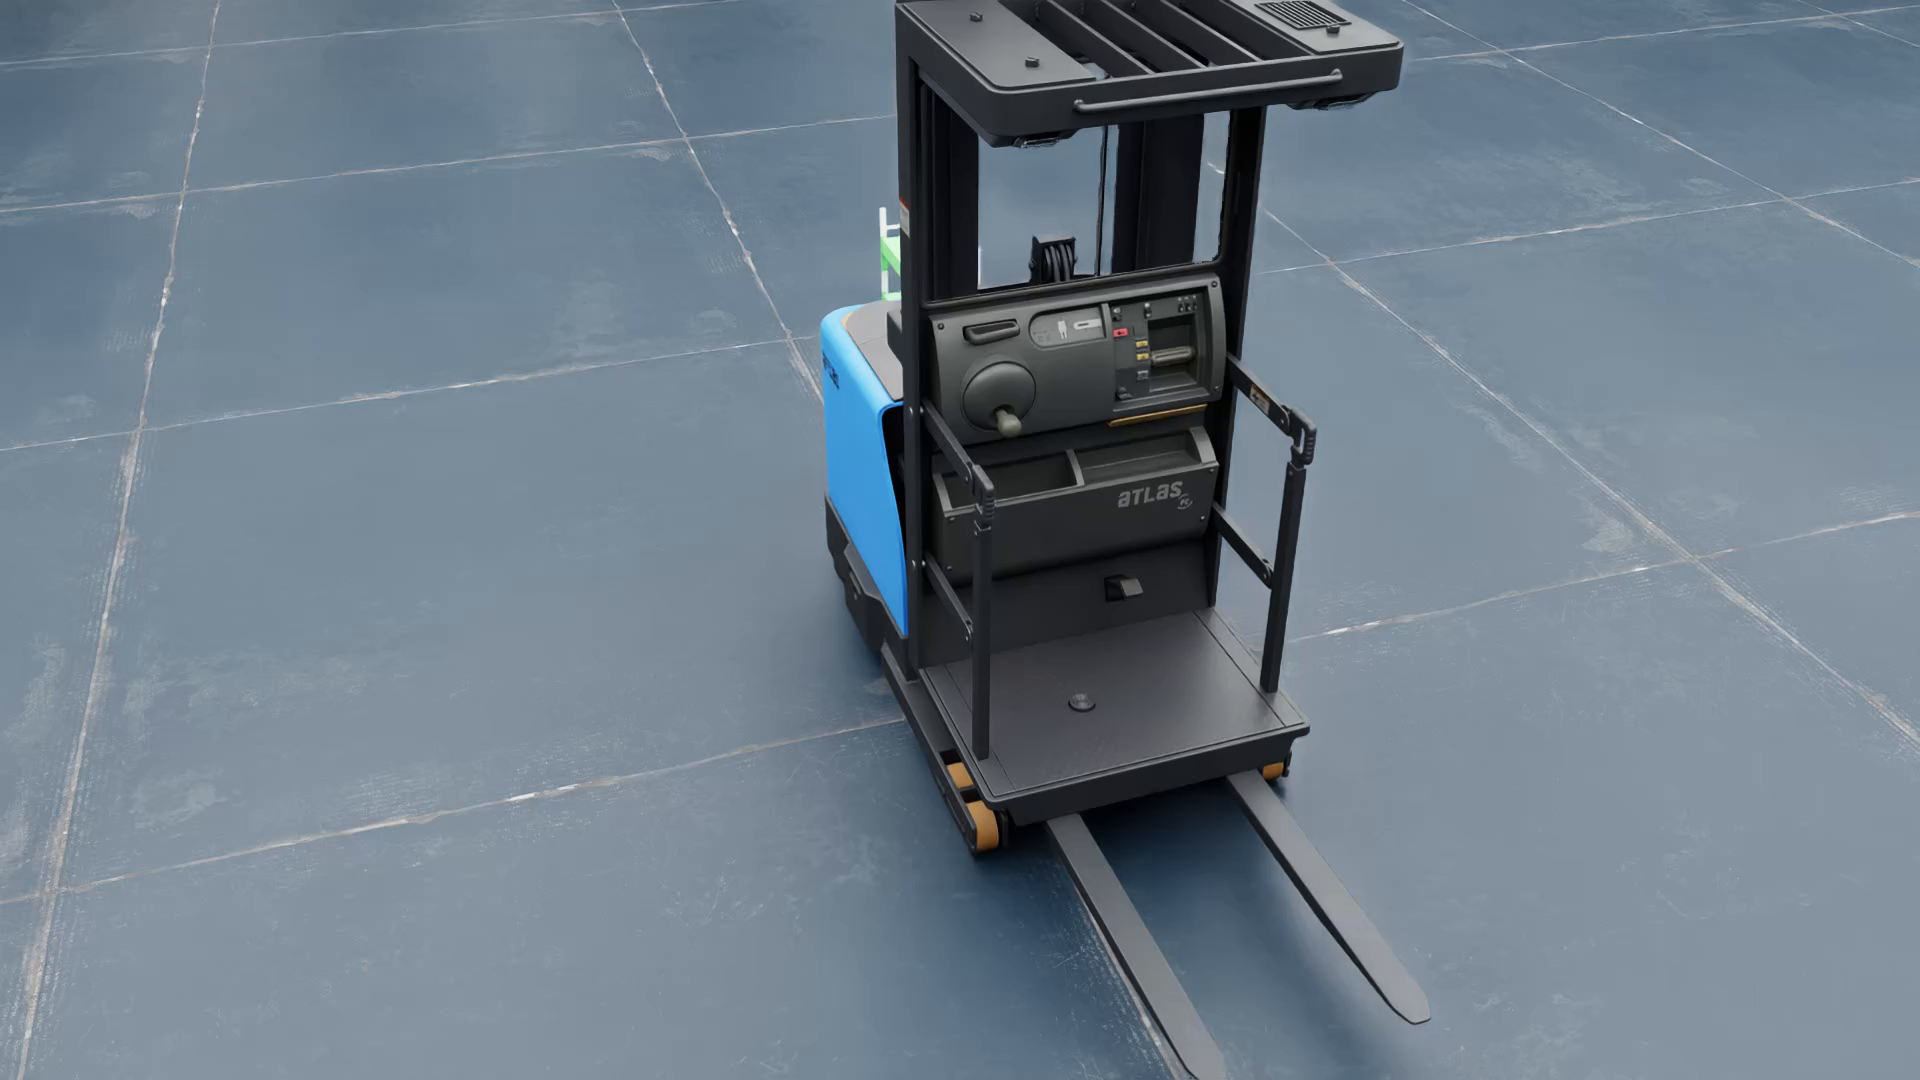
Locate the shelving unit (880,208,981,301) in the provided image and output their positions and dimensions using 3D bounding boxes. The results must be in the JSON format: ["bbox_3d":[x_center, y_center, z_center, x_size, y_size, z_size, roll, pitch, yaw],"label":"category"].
[{"bbox_3d":[-0.120,-0.698,6.717,0.258,1.200,0.503,-11,35,-16],"label":"shelving unit"}]

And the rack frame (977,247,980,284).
[{"bbox_3d":[-0.039,-0.571,6.525,0.240,1.200,0.015,-11,35,-16],"label":"rack frame"}]

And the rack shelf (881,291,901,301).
[{"bbox_3d":[-0.120,-0.844,6.620,0.258,0.148,0.480,-11,35,-16],"label":"rack shelf"}]

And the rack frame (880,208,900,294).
[{"bbox_3d":[-0.200,-0.824,6.909,0.240,1.200,0.015,-11,35,-16],"label":"rack frame"}]

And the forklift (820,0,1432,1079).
[{"bbox_3d":[0.441,-0.492,4.836,1.130,2.935,3.031,-11,35,-16],"label":"forklift"}]

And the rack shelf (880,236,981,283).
[{"bbox_3d":[-0.120,-1.045,6.488,0.258,0.148,0.480,-11,35,-16],"label":"rack shelf"}]
